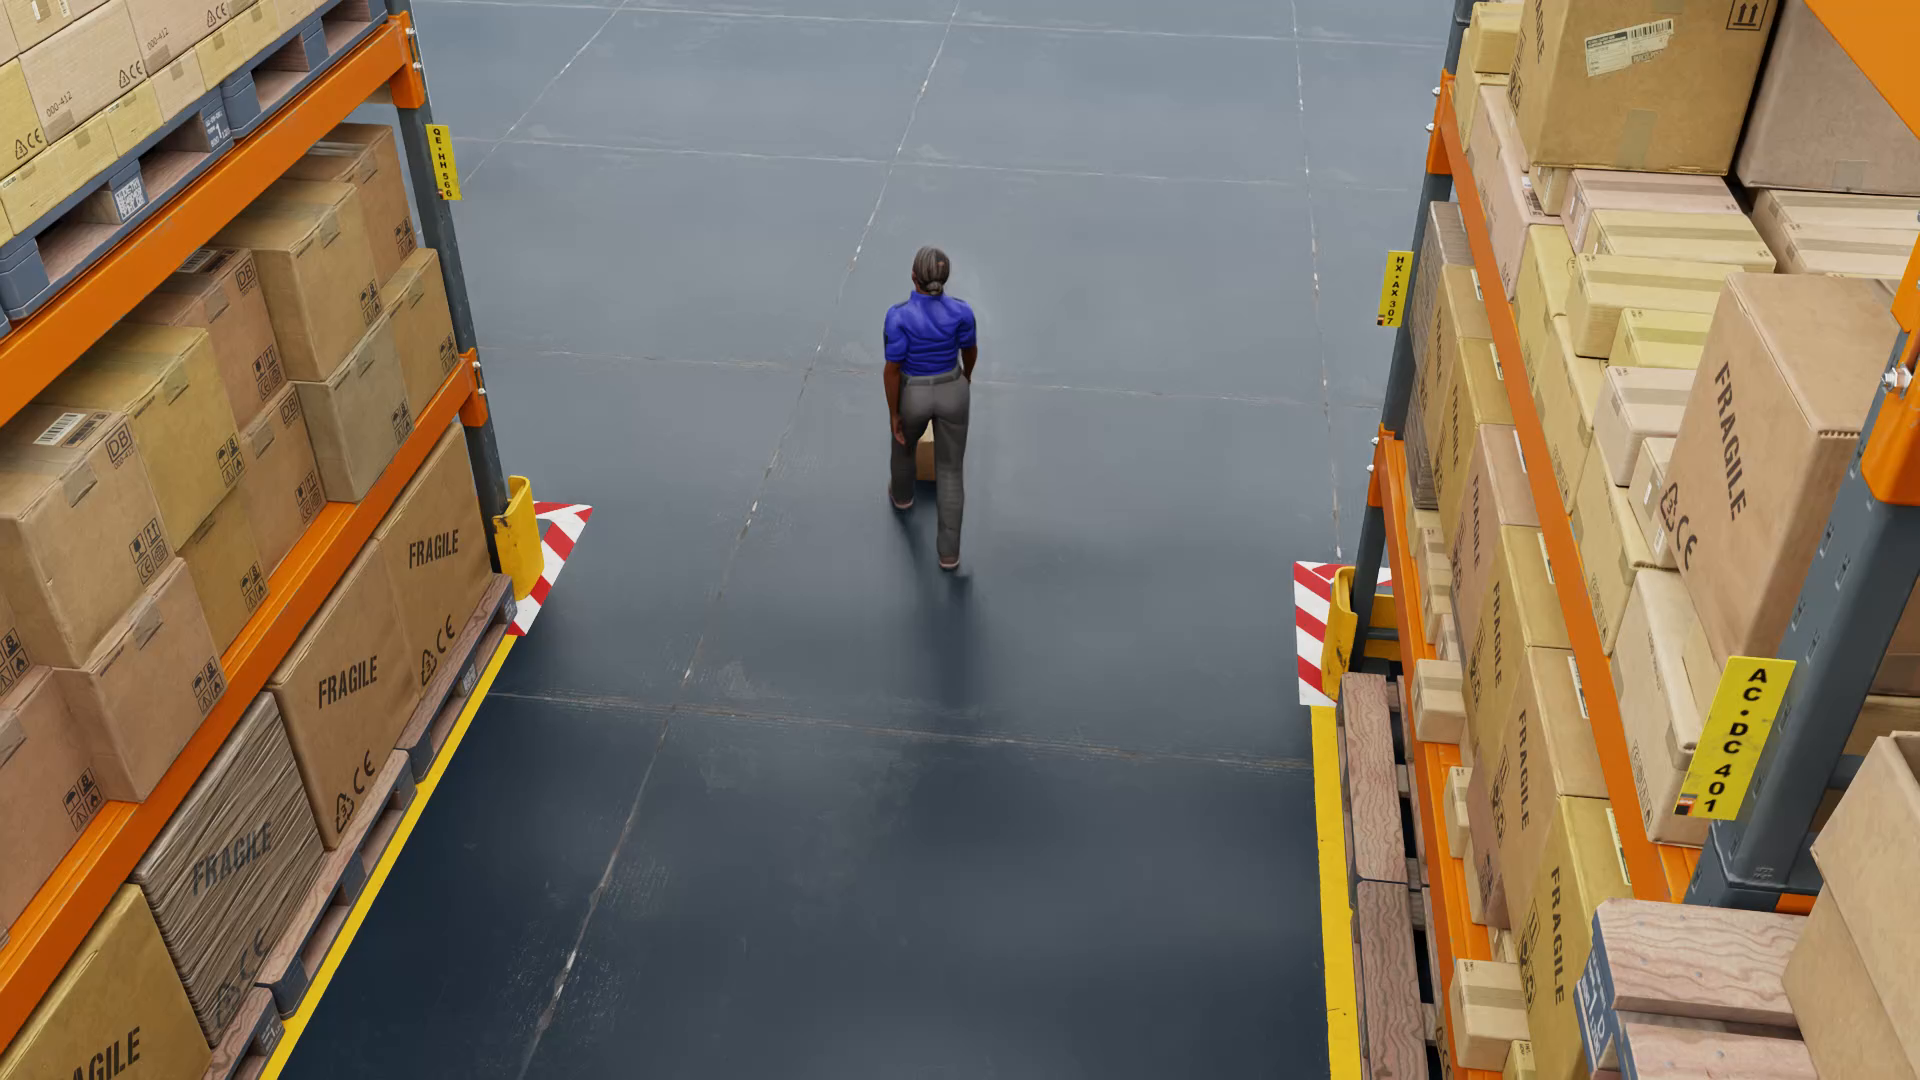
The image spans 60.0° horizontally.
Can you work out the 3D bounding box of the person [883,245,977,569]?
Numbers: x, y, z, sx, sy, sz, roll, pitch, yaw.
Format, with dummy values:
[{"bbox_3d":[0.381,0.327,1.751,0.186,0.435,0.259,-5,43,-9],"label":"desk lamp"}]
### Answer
[{"bbox_3d":[-0.148,-0.731,8.012,0.458,1.619,0.863,-3,36,-4],"label":"person"}]
